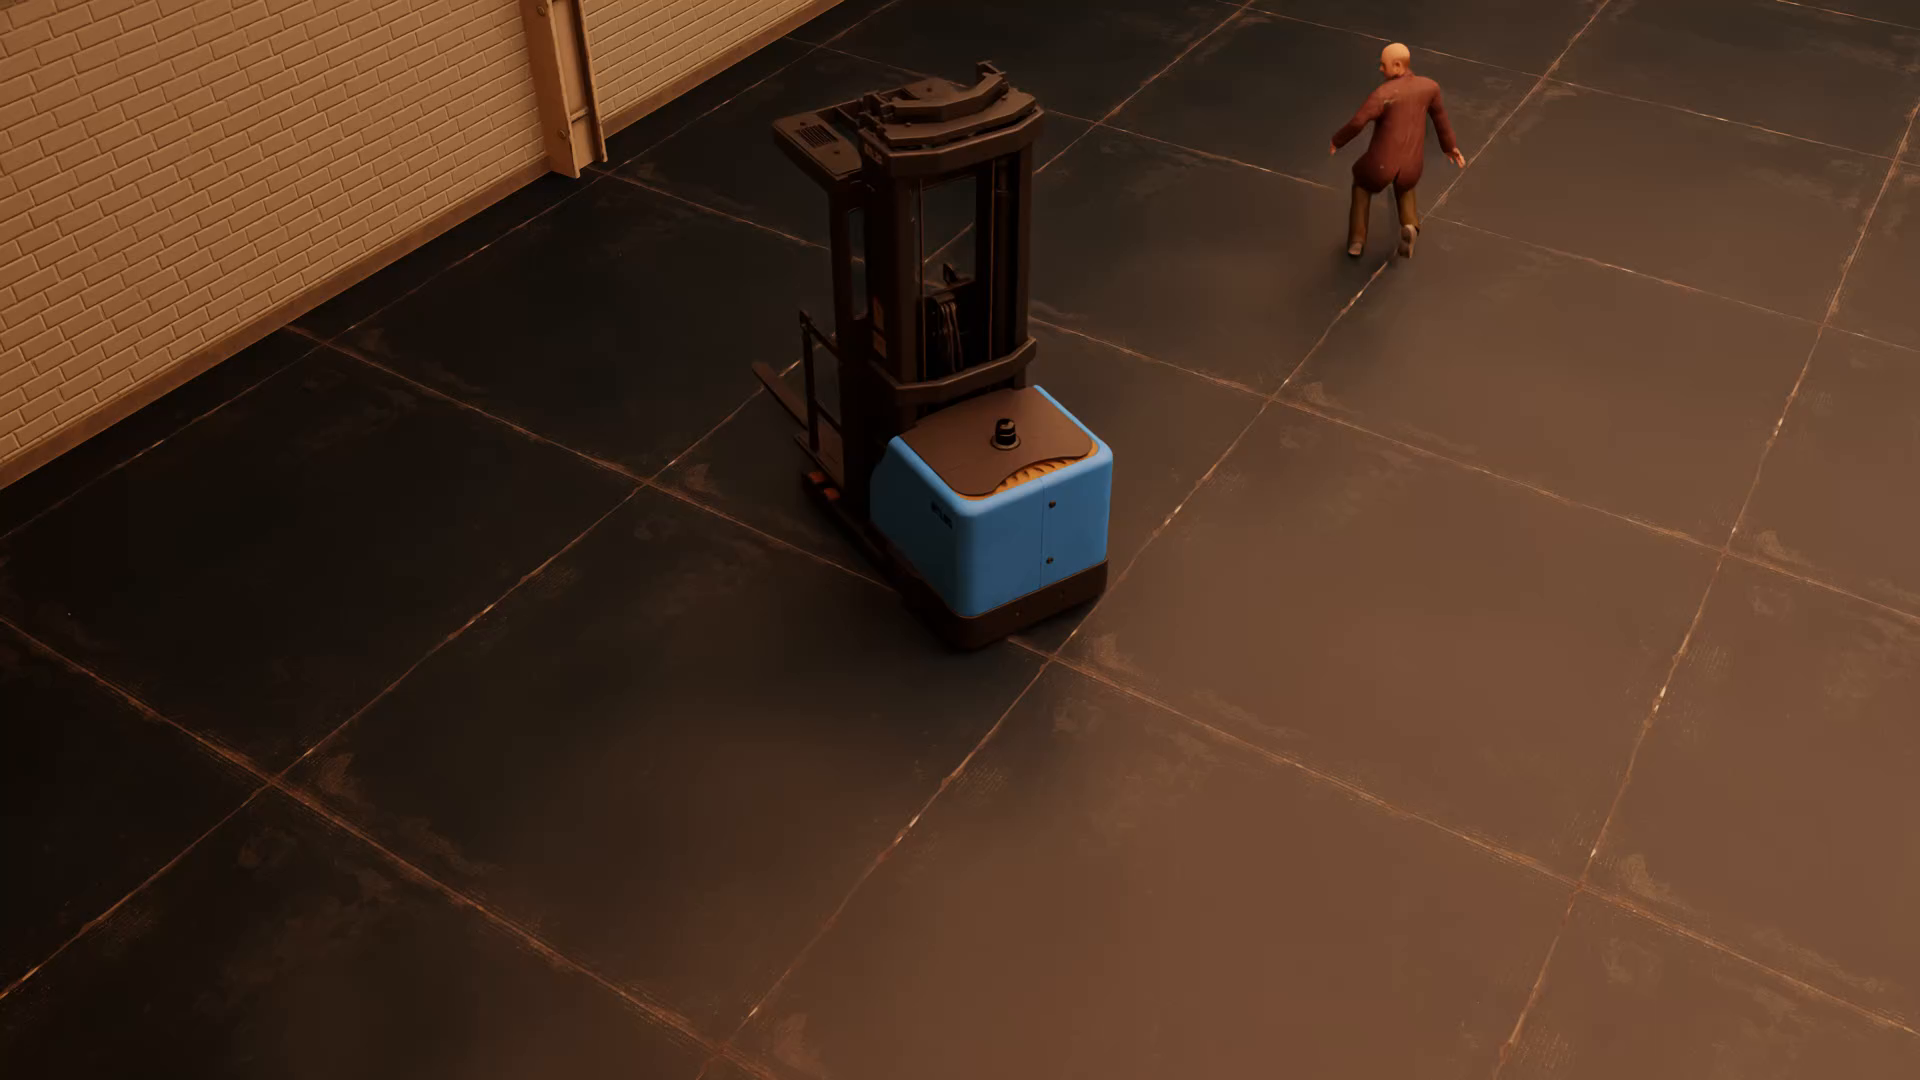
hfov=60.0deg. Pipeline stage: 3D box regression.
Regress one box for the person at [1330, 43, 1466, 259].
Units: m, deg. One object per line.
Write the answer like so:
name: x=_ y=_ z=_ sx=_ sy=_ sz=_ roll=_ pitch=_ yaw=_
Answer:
person: x=3.283 y=-2.867 z=12.439 sx=1.018 sy=1.630 sz=0.552 roll=-6 pitch=41 yaw=-7

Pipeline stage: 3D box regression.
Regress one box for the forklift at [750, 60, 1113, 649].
forklift: x=-0.343 y=-1.430 z=9.655 sx=1.130 sy=2.935 sz=3.031 roll=-22 pitch=45 yaw=-24
